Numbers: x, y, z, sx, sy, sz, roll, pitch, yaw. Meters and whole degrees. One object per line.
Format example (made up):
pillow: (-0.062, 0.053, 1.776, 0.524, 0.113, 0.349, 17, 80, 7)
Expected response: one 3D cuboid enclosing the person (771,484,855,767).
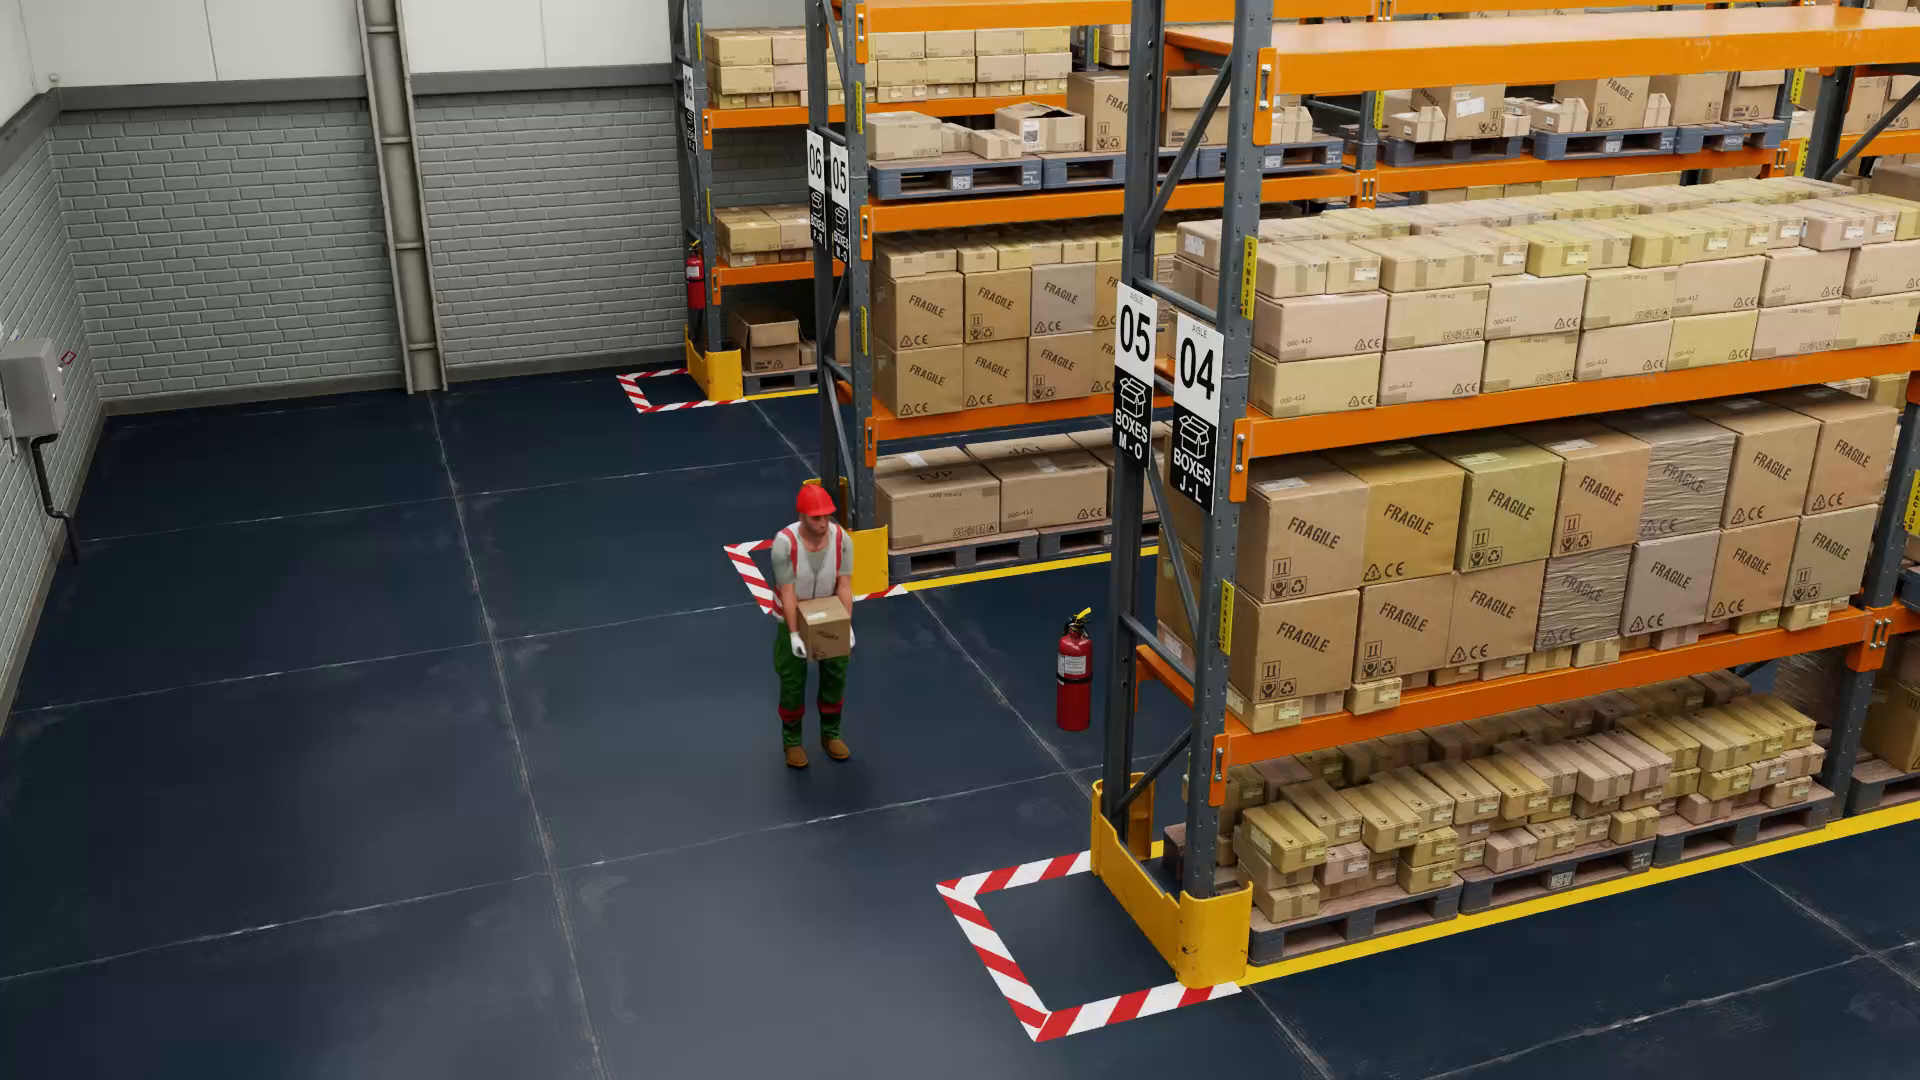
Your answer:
person: (-0.834, 0.498, 9.636, 0.491, 1.760, 0.583, -9, 24, -20)
